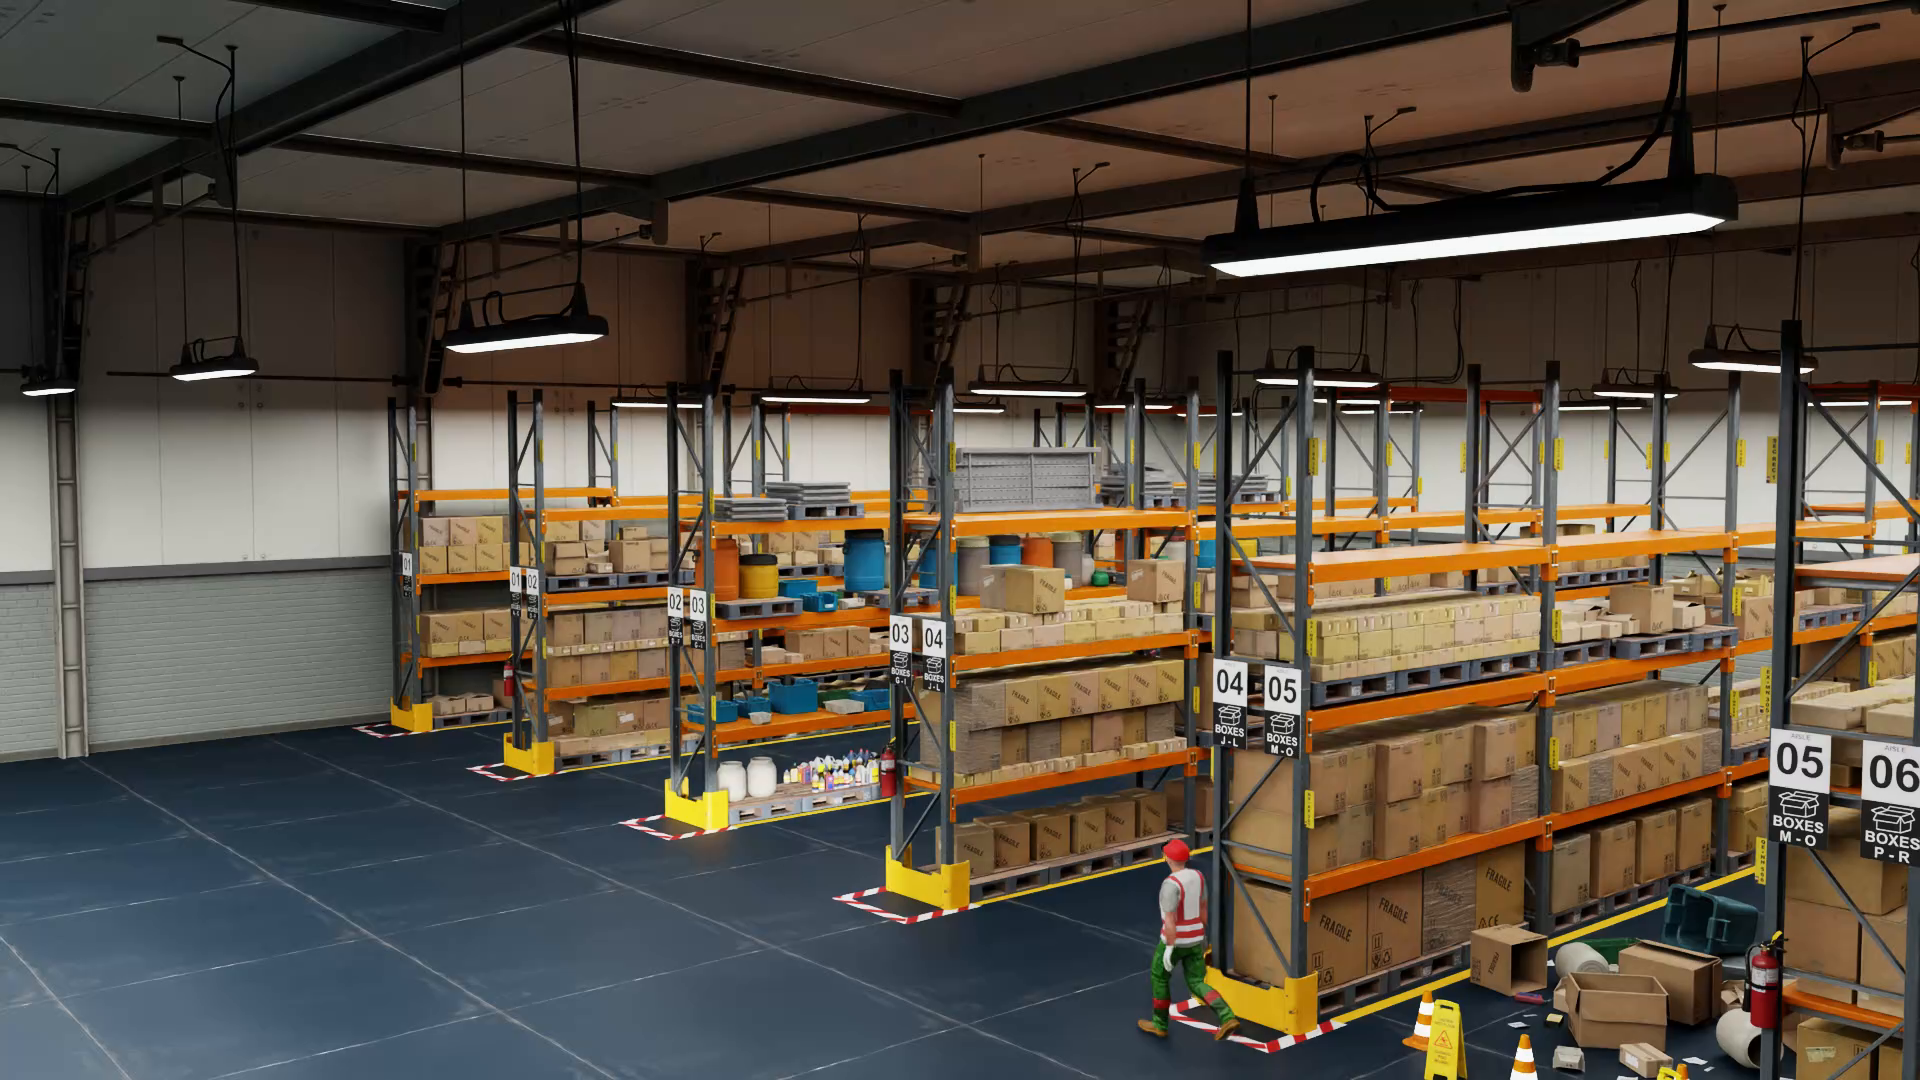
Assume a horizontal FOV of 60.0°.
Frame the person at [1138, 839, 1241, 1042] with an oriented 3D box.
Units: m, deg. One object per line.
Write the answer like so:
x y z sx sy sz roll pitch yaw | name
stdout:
1.961 3.450 14.280 0.617 1.753 0.993 -3 5 -43 | person
